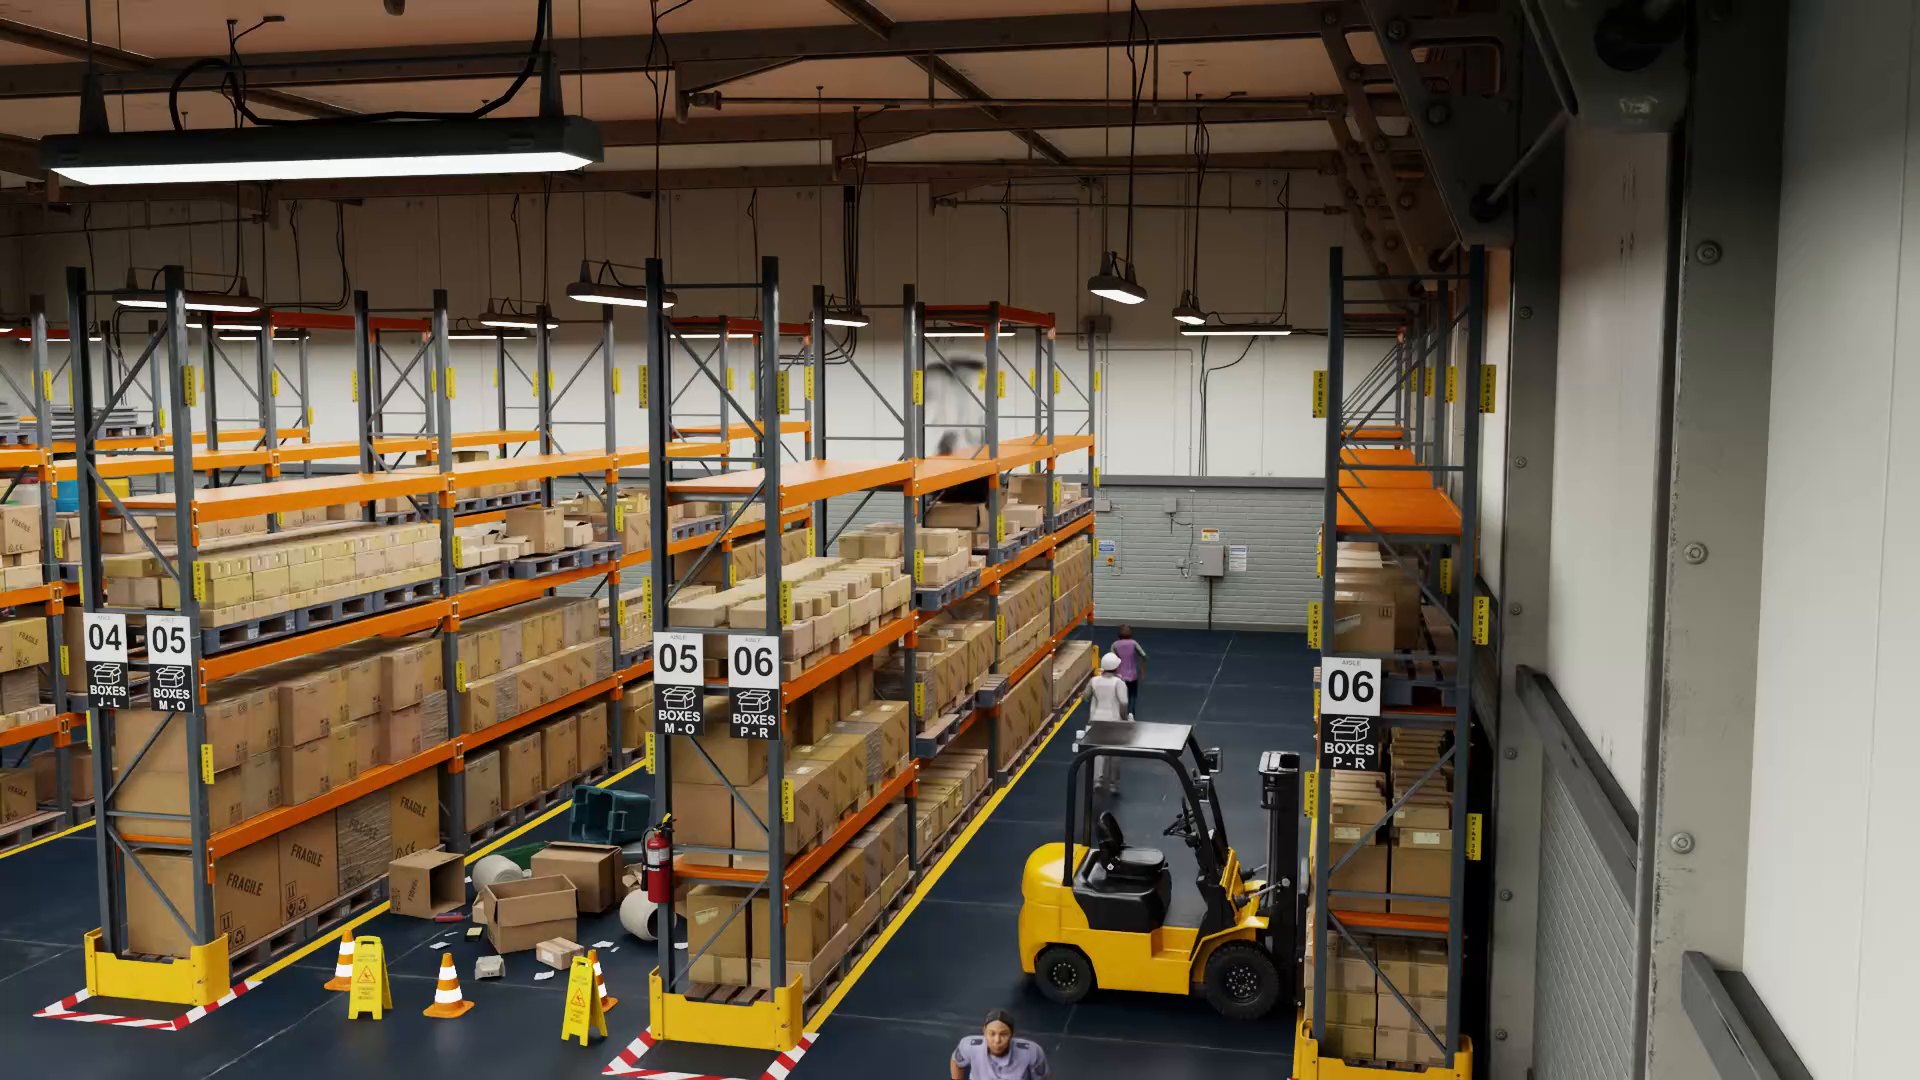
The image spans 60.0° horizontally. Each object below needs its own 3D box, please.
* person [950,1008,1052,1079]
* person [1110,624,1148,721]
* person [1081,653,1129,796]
[{"bbox_3d":[0.240,3.433,9.736,0.599,1.575,0.708,0,6,2],"label":"person"},{"bbox_3d":[2.396,1.982,23.876,0.573,1.567,0.476,0,6,2],"label":"person"},{"bbox_3d":[1.765,2.251,20.121,0.647,1.789,0.893,2,6,20],"label":"person"}]
